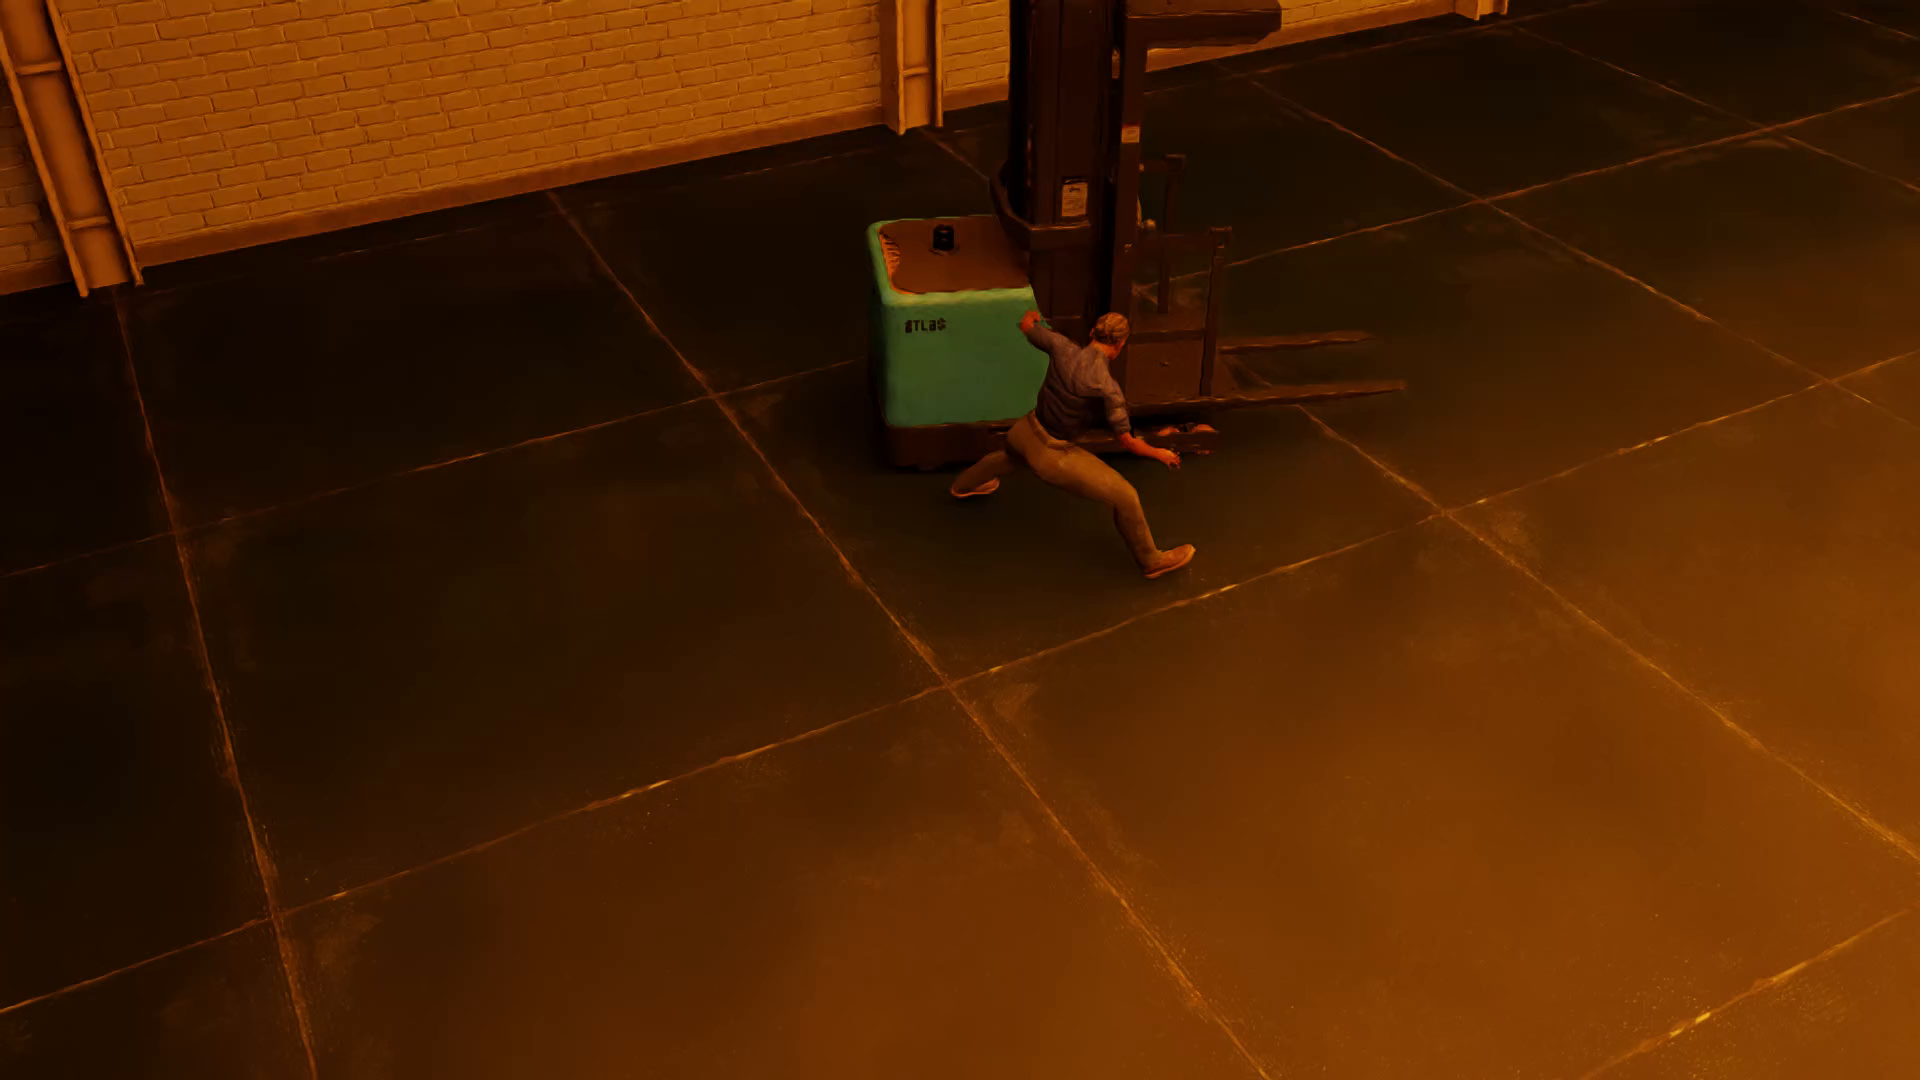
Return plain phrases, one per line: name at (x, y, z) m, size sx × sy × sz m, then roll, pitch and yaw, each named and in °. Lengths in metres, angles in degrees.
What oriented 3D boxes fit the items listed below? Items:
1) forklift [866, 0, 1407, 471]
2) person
forklift at (1.017, -1.960, 8.896) m, size 3.031 × 2.935 × 1.130 m, roll -5°, pitch 36°, yaw -7°
person at (0.559, -0.555, 8.317) m, size 0.767 × 1.324 × 1.269 m, roll -17°, pitch 39°, yaw -23°
